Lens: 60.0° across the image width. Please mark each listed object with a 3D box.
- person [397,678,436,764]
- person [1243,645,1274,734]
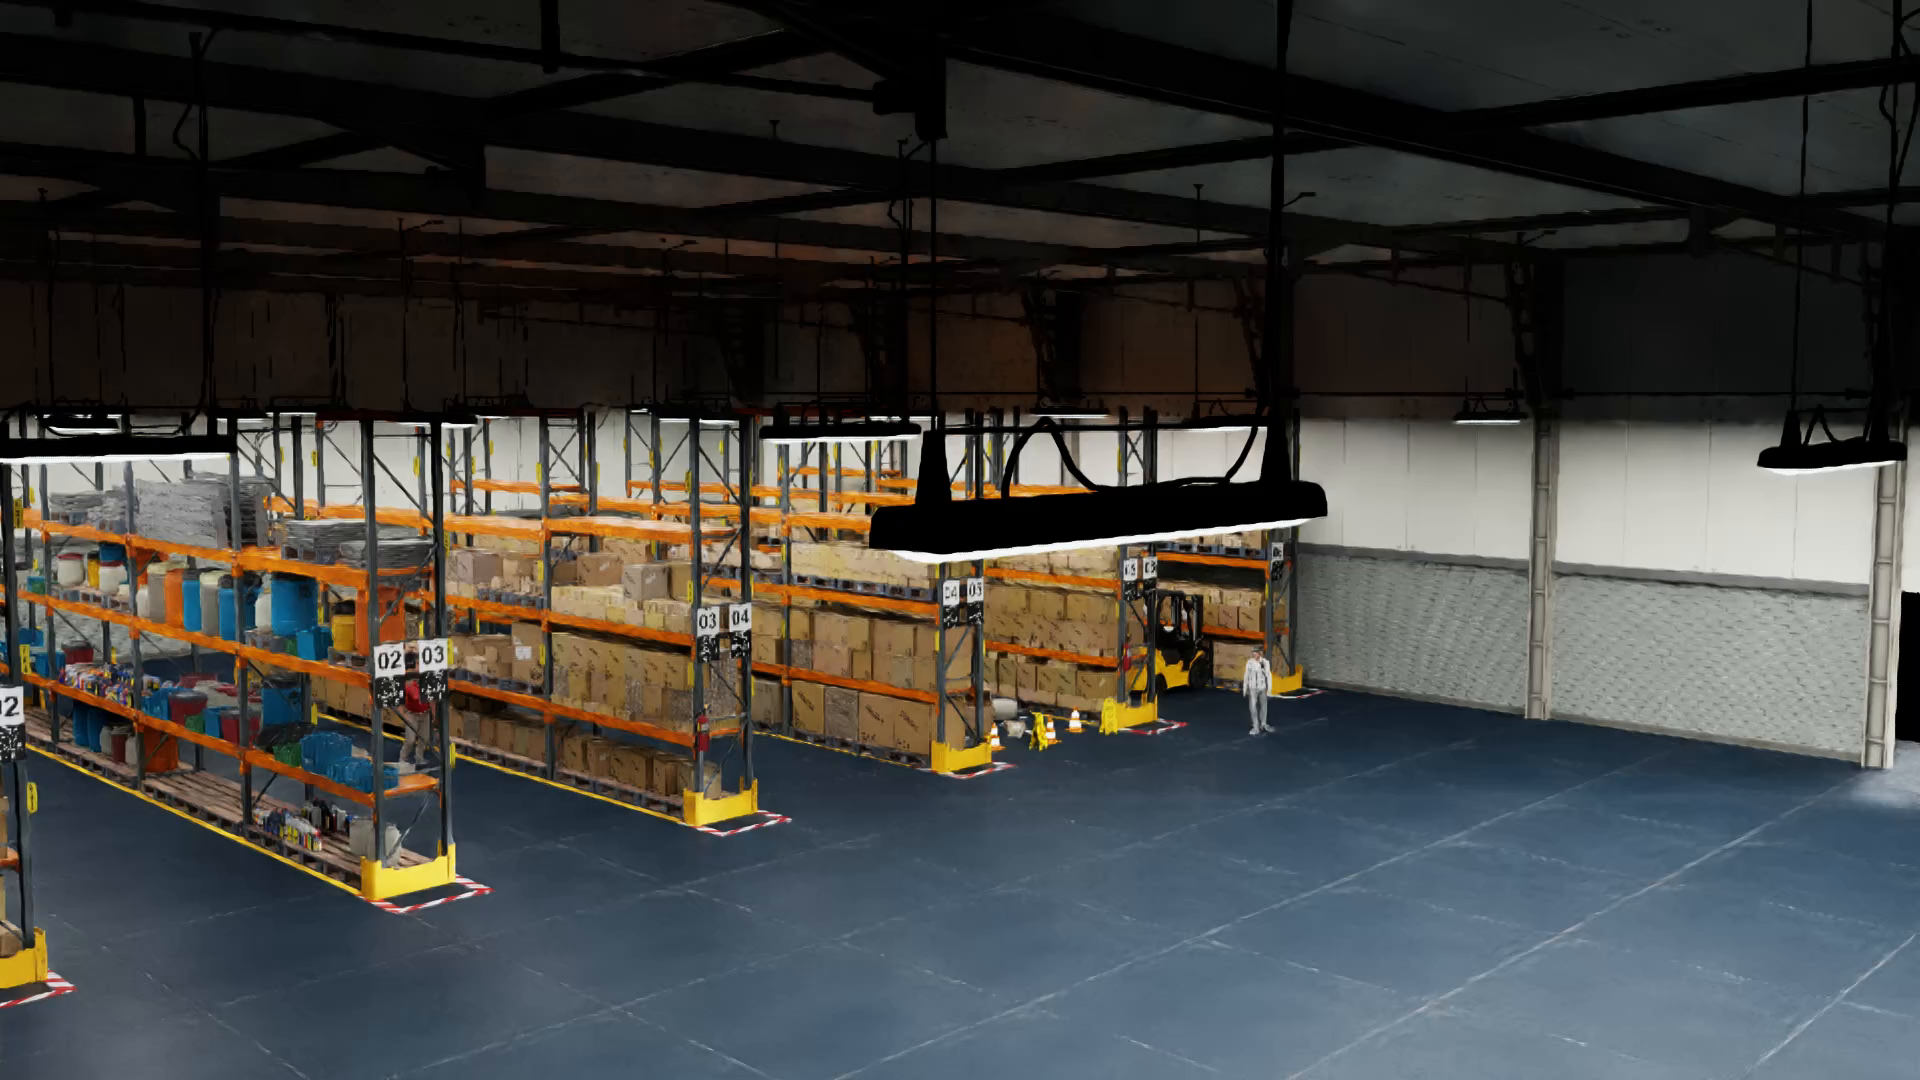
[{"bbox_3d":[-9.231,3.002,28.226,0.535,1.676,0.682,5,7,42],"label":"person"},{"bbox_3d":[5.575,2.763,31.023,0.569,1.665,0.522,2,5,17],"label":"person"}]
